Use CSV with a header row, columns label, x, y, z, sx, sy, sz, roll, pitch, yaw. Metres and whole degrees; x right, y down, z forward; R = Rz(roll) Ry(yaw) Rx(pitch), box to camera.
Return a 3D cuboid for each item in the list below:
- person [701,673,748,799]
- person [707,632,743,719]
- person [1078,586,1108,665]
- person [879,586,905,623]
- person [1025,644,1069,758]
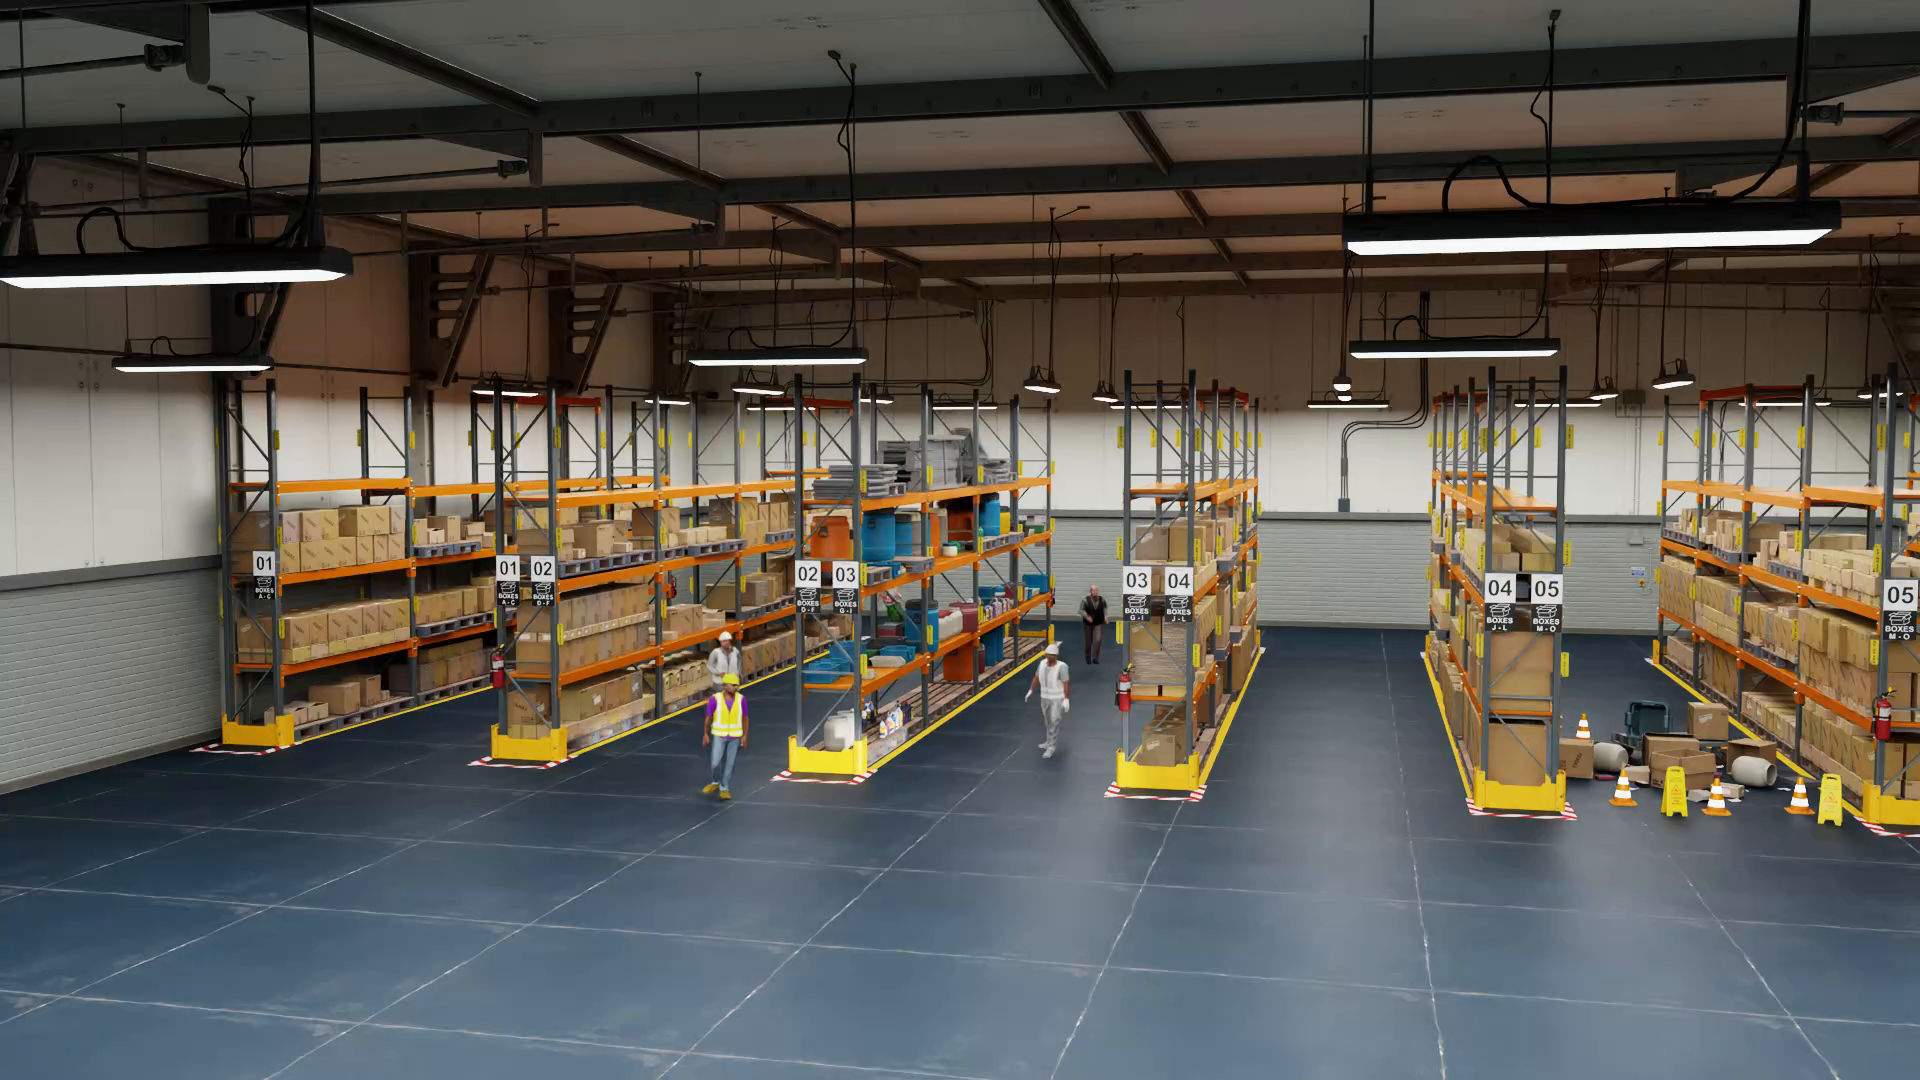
label,x,y,z,sx,sy,sz,roll,pitch,yaw
person,-3.259,2.722,23.113,0.643,1.751,0.468,-1,4,-18
person,-4.063,2.424,28.578,0.651,1.741,0.885,-1,4,-22
person,2.813,1.815,35.227,0.657,1.729,0.817,0,3,-5
person,-1.676,1.613,42.211,0.828,1.722,0.717,-2,4,-35
person,1.415,2.533,26.538,0.754,1.772,0.771,3,4,40
